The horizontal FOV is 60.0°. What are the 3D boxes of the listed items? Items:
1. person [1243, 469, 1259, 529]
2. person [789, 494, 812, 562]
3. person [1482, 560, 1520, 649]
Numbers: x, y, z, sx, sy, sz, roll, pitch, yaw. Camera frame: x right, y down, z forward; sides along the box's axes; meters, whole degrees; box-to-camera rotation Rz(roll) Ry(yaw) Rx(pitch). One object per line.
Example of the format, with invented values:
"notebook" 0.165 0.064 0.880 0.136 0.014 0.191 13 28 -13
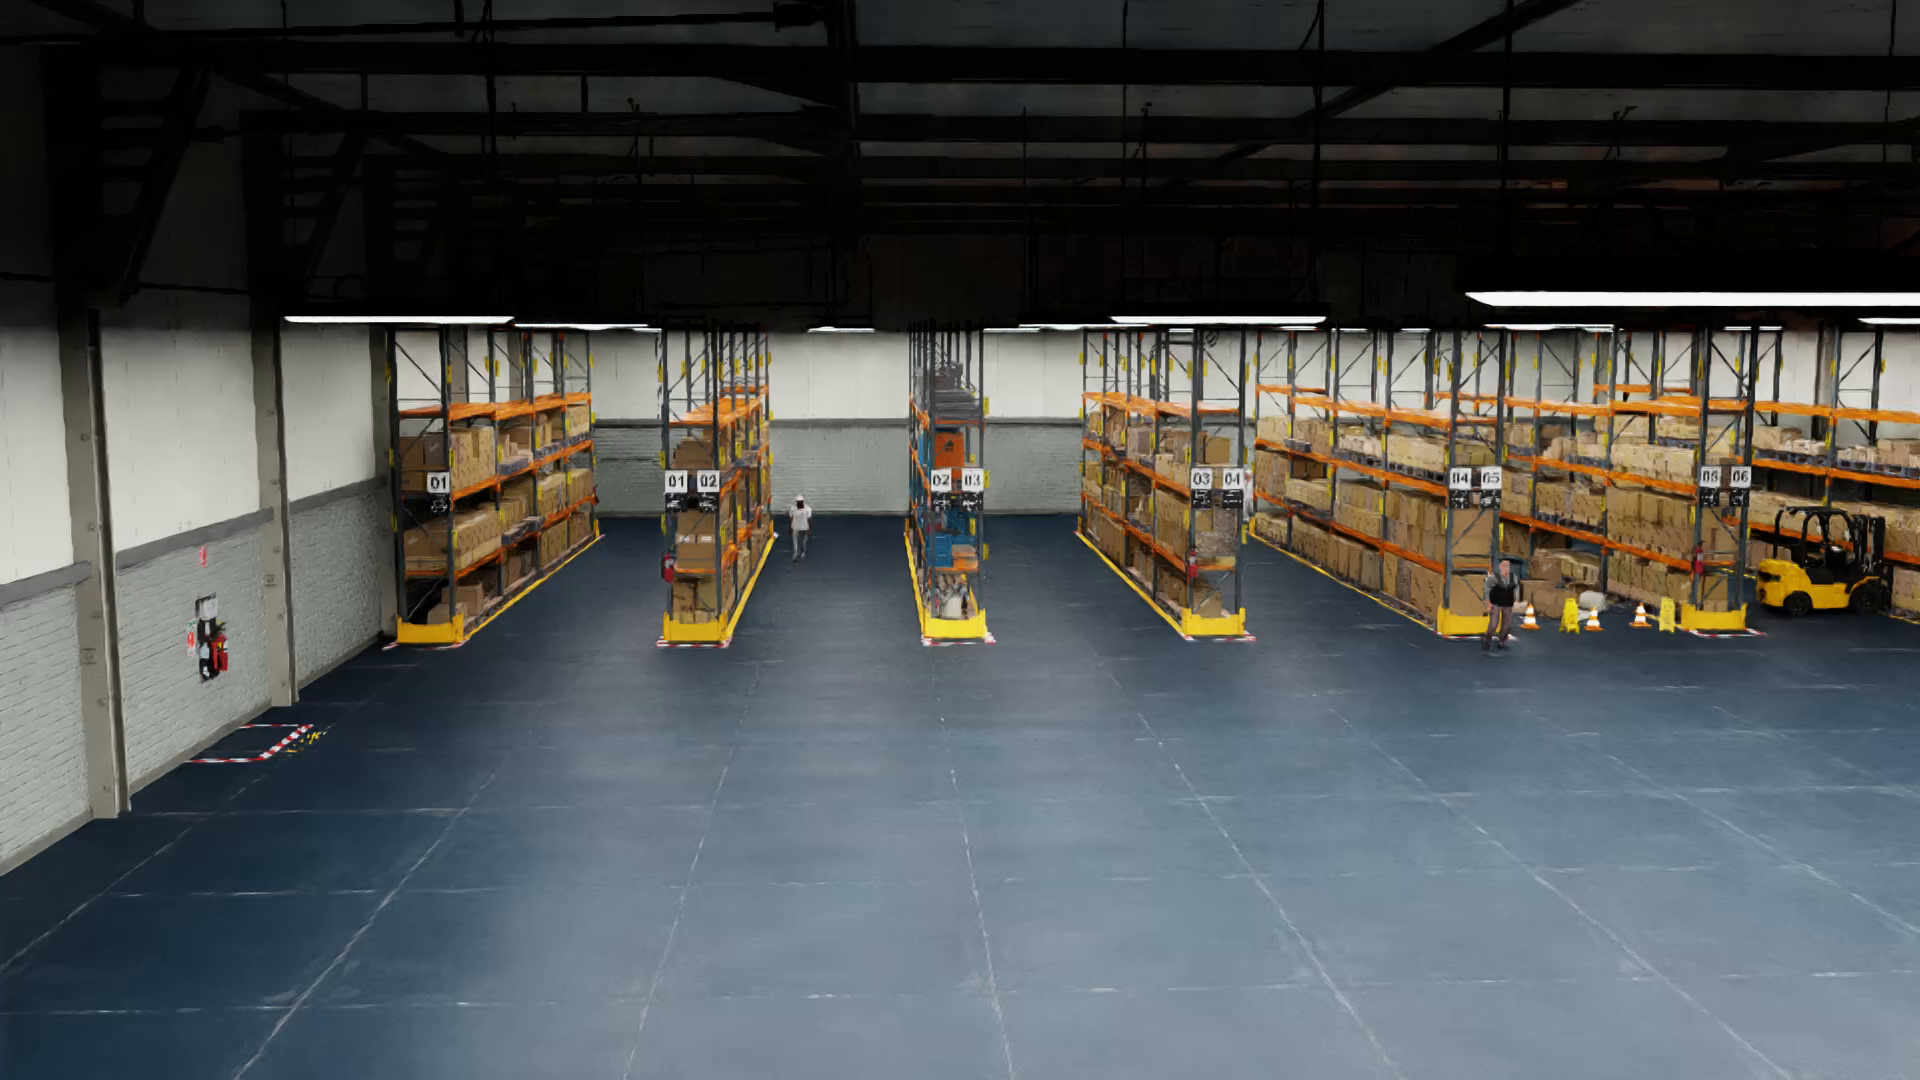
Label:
"person" 8.549 -1.198 48.973 0.599 1.781 0.569 -7 10 -43
"person" -4.037 -0.326 42.134 0.575 1.689 1.128 -1 7 -5
"person" 9.821 1.173 30.237 0.663 1.674 0.534 -1 7 -5
